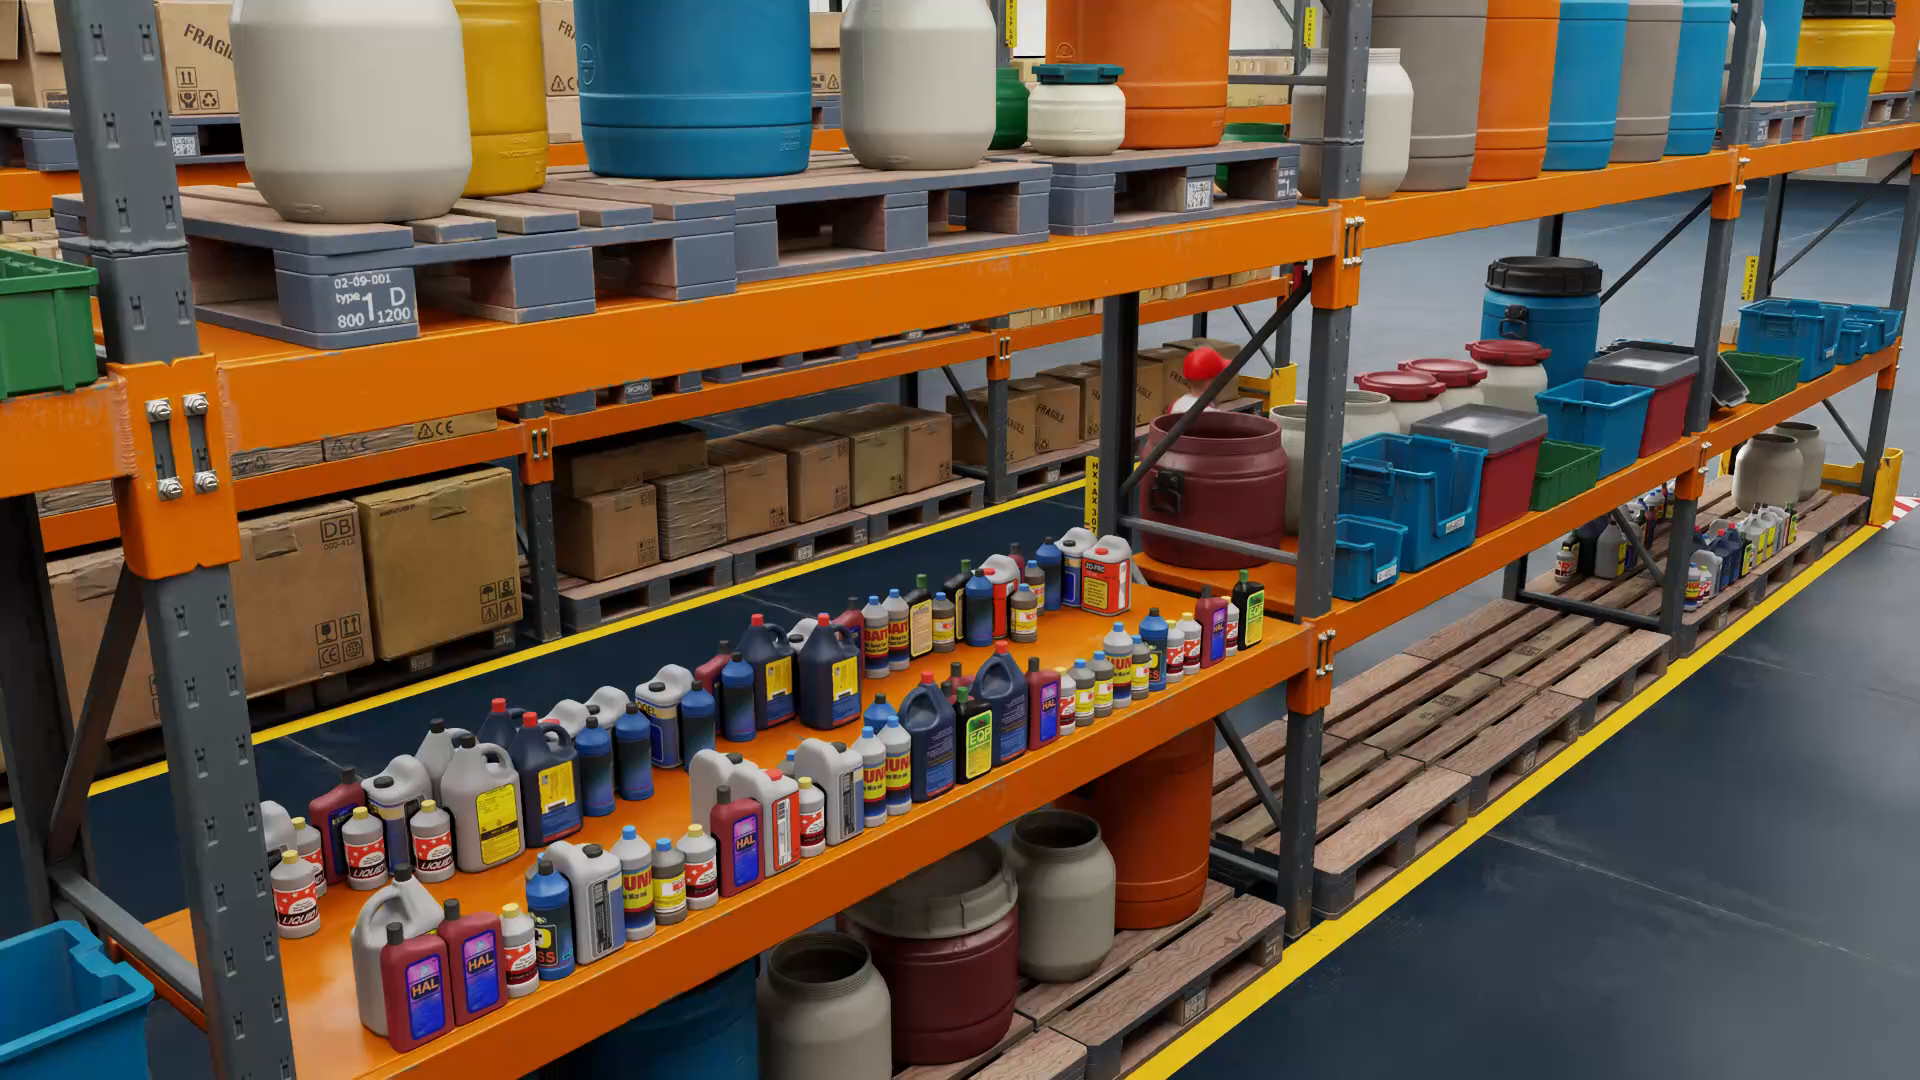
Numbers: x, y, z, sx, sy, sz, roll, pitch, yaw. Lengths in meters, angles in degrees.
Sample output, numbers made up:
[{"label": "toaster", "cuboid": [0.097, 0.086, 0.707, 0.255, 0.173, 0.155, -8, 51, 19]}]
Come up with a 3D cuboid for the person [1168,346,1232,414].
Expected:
[{"label": "person", "cuboid": [1.446, -0.214, 9.208, 0.943, 1.752, 0.575, -5, 17, -16]}]
